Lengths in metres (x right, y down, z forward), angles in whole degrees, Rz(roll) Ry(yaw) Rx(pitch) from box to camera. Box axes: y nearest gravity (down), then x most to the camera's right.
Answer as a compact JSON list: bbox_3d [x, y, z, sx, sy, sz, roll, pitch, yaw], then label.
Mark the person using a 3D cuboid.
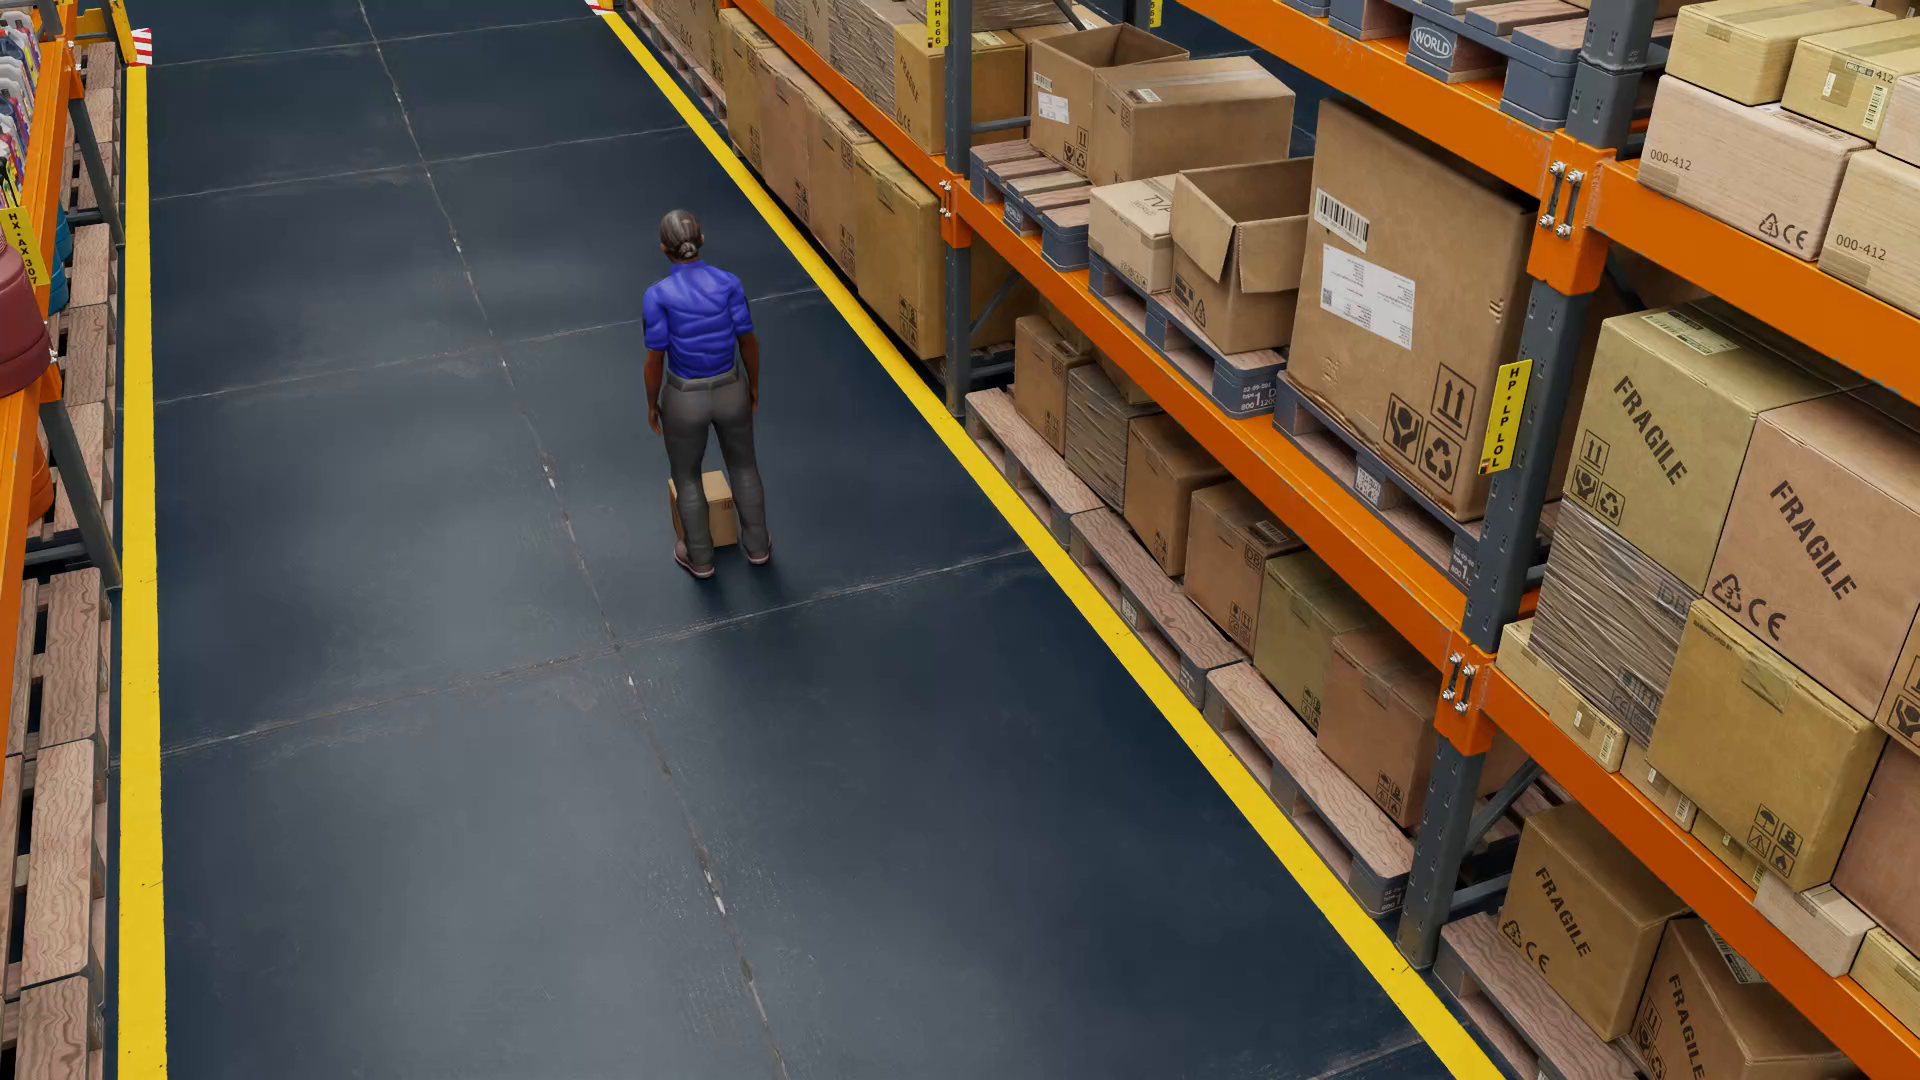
[{"bbox_3d":[-1.084,-0.627,7.022,0.493,1.584,0.349,-13,36,-19],"label":"person"}]
